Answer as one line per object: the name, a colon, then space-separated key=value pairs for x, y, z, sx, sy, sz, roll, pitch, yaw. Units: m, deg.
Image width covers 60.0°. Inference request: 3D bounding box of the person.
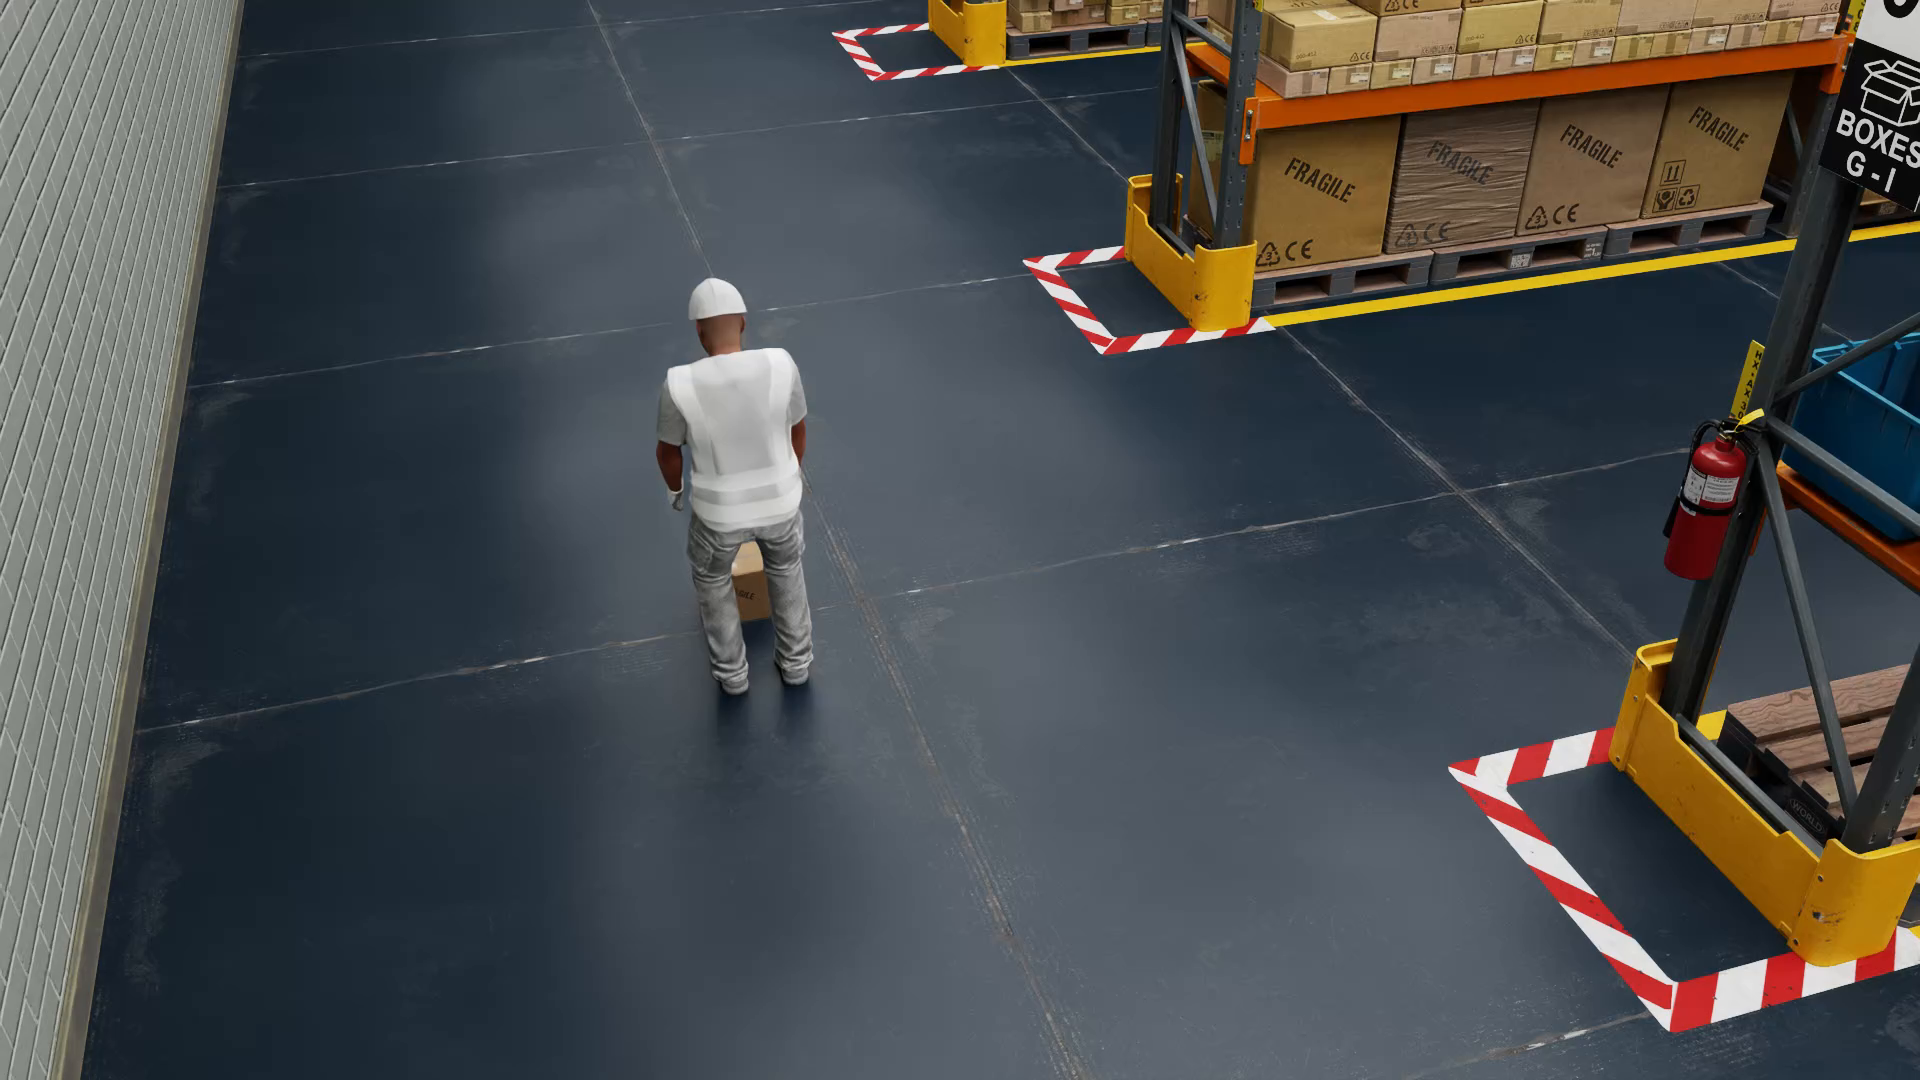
person: x=-0.864 y=-0.172 z=6.441 sx=0.576 sy=1.721 sz=0.477 roll=-9 pitch=35 yaw=-13
